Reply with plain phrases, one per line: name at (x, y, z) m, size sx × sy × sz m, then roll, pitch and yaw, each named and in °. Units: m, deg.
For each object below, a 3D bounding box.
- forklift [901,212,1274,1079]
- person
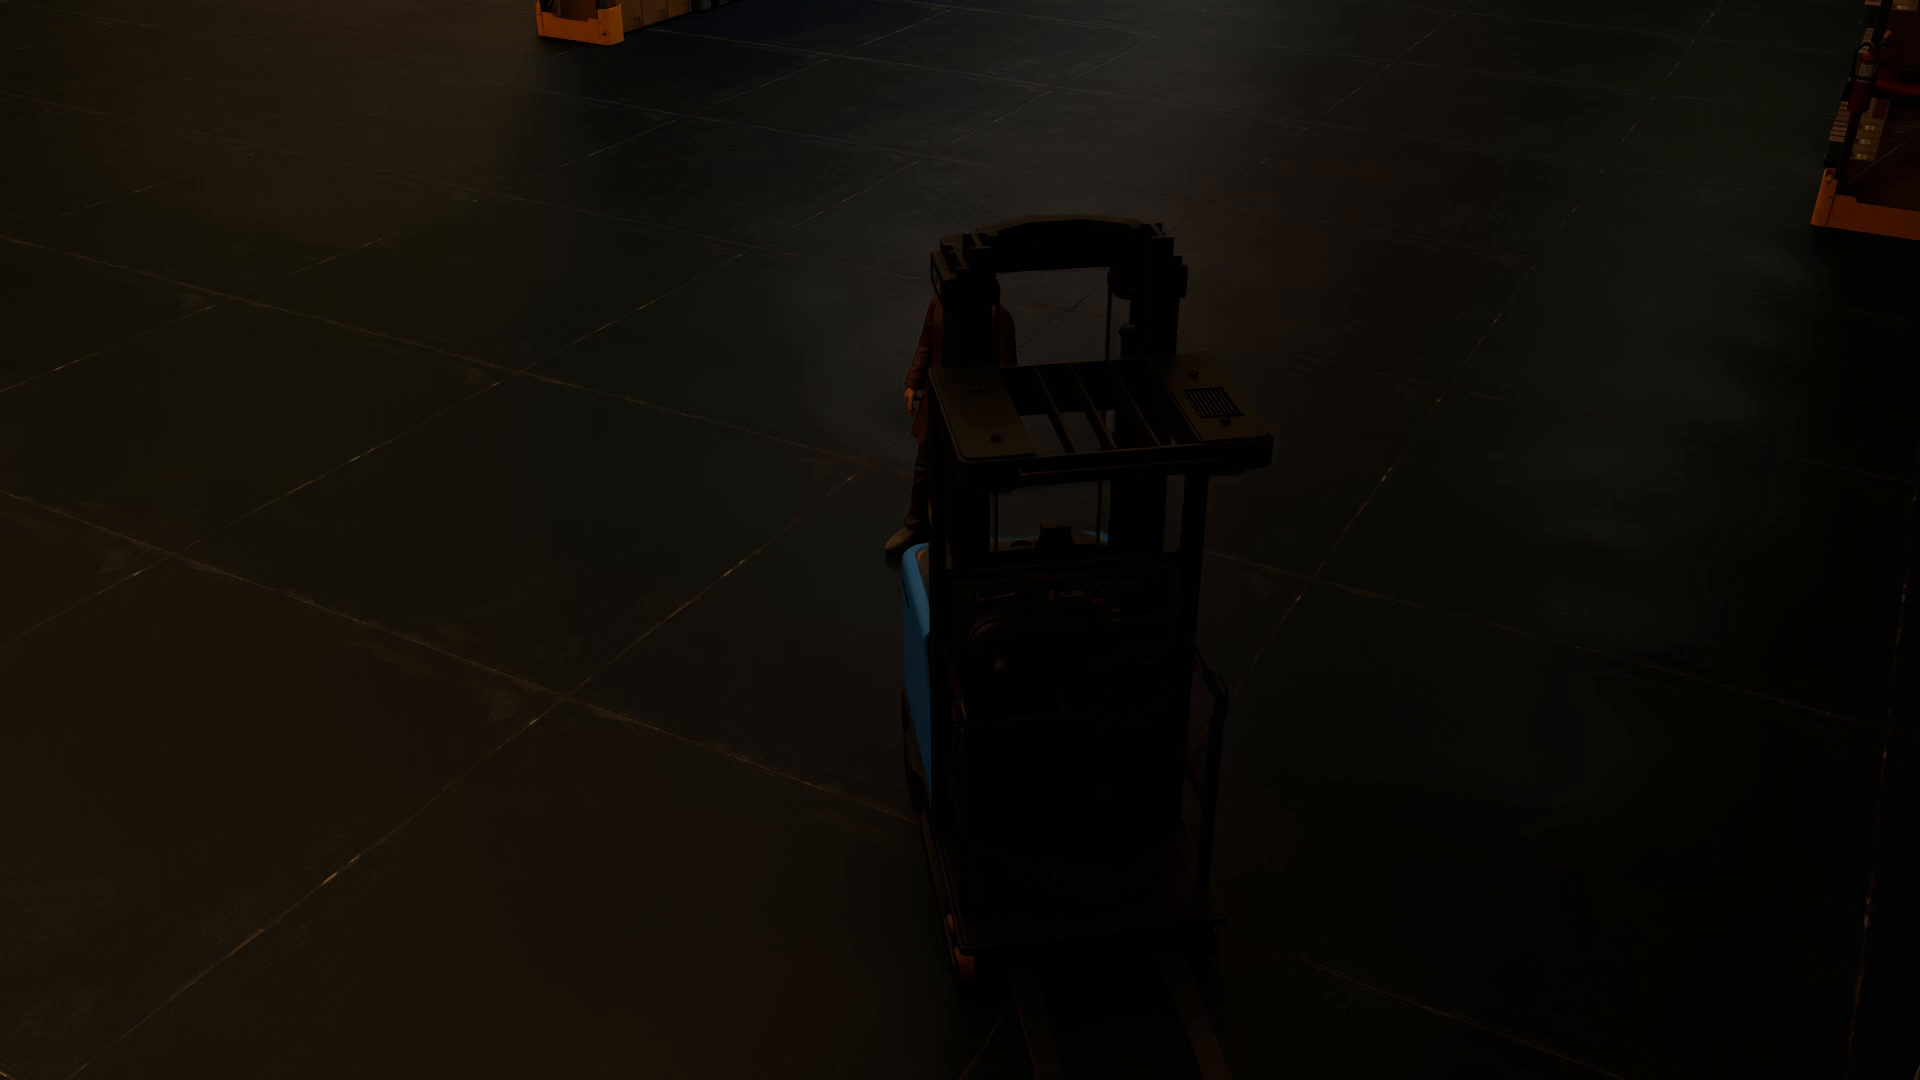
forklift at (0.462, 0.364, 6.439) m, size 1.130 × 2.935 × 3.031 m, roll -5°, pitch 30°, yaw -8°
person at (-0.048, -0.737, 9.487) m, size 0.696 × 1.778 × 0.579 m, roll 15°, pitch 33°, yaw 25°
